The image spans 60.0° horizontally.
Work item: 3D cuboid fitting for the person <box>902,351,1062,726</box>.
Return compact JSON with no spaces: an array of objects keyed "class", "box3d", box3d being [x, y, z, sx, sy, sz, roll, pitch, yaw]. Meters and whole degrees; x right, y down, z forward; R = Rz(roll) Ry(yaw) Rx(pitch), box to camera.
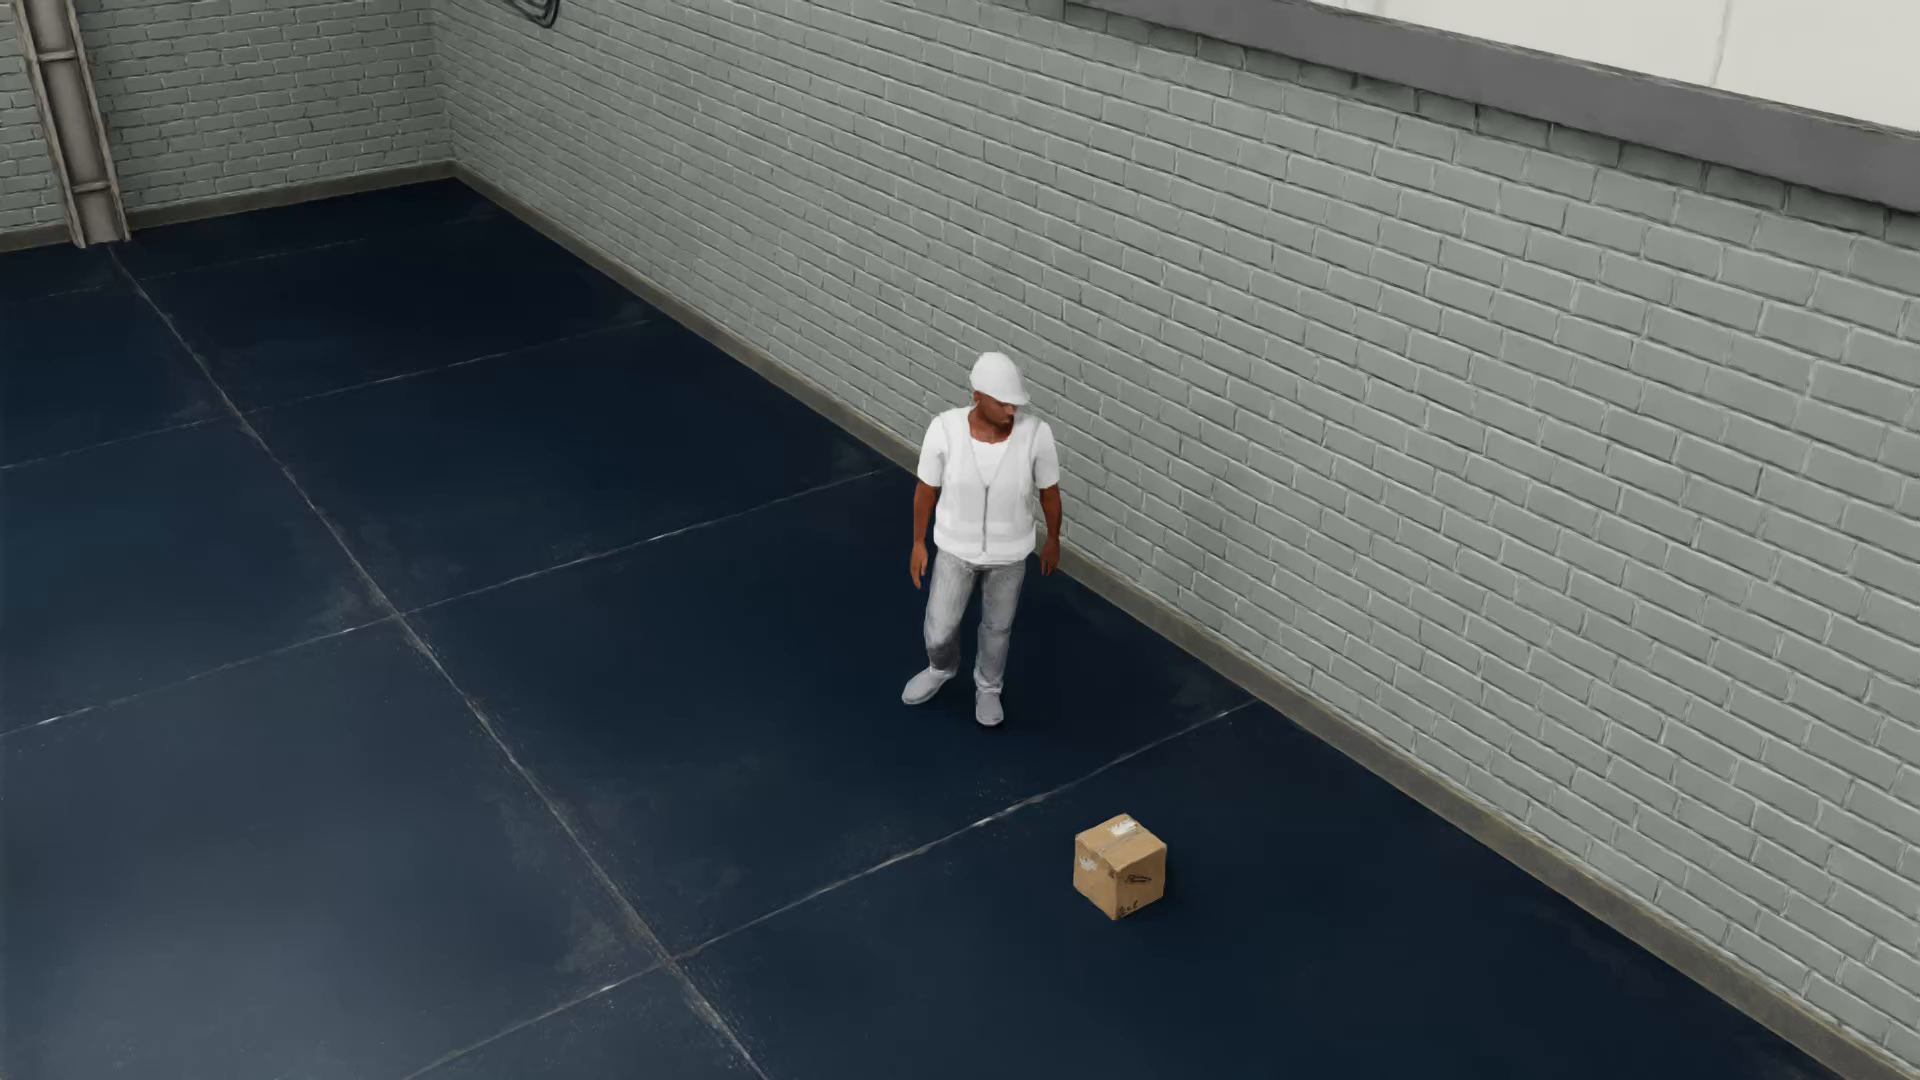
[{"class":"person","box3d":[0.084,0.011,7.035,0.690,1.759,0.453,0,28,0]}]
